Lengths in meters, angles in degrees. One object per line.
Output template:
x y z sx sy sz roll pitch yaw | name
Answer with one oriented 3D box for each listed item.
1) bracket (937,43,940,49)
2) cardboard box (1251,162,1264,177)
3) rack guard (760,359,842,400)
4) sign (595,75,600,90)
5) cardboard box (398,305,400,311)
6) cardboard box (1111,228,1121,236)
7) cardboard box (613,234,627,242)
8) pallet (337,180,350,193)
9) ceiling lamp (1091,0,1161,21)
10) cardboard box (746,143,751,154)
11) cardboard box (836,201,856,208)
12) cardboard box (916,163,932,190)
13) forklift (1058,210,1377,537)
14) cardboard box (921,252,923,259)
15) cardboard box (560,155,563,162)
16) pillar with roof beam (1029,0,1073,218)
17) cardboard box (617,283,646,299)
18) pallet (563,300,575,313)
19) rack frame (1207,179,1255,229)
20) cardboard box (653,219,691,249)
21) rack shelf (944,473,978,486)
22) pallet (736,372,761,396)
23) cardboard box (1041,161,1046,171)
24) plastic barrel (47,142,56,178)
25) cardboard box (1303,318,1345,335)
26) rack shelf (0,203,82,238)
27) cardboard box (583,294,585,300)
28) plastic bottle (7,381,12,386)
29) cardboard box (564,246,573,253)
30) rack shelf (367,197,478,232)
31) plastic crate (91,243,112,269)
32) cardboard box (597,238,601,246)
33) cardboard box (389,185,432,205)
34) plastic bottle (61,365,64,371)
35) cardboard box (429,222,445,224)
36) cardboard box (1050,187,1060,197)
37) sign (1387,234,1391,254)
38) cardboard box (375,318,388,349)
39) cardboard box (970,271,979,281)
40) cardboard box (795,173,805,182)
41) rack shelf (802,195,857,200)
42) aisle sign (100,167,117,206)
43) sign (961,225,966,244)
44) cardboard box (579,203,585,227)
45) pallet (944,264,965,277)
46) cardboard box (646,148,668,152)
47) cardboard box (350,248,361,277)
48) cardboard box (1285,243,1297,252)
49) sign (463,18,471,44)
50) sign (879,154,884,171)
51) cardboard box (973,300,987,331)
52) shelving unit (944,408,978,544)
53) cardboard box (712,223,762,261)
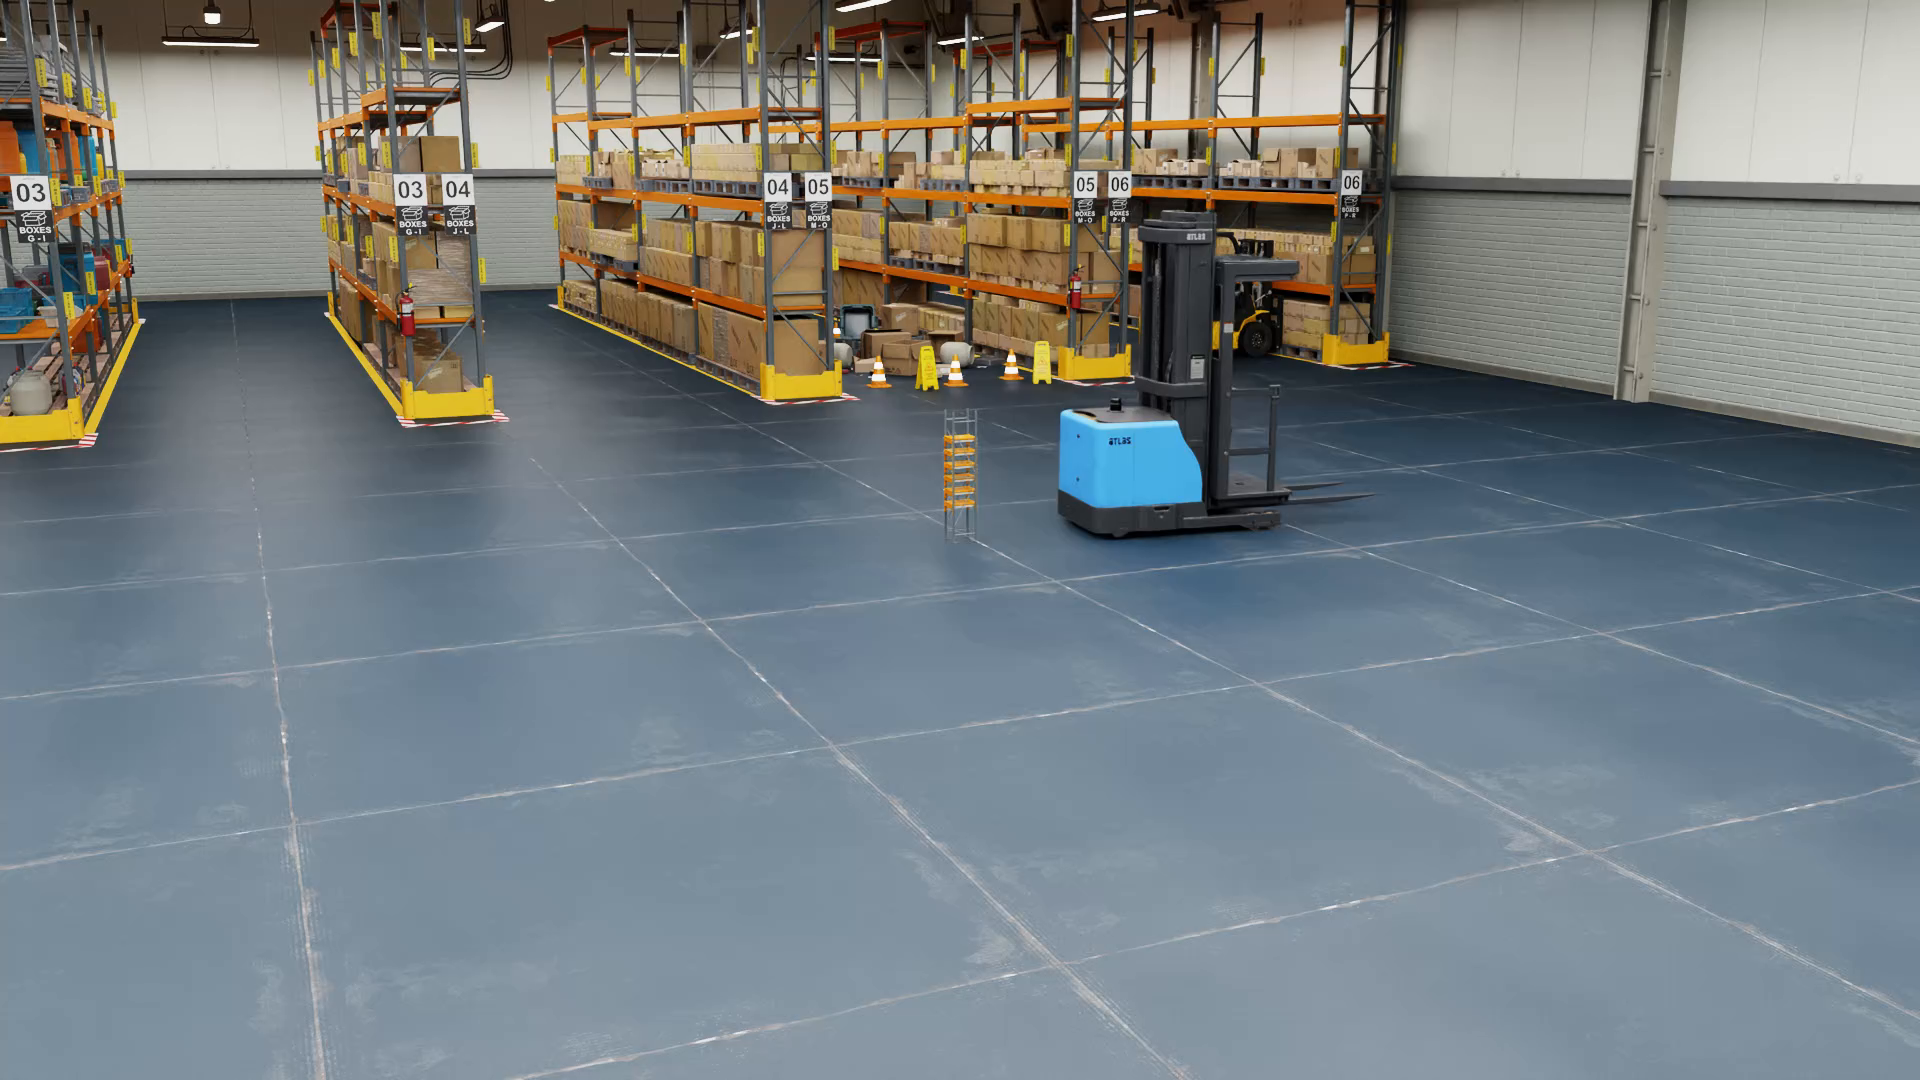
-0.438 -13.161 44.176 0.235 0.232 0.430 -6 14 -23 | bracket
5.431 -6.629 29.731 0.396 0.266 0.258 -6 14 -24 | cardboard box
-2.315 -2.347 24.283 1.175 0.500 0.348 -6 14 -23 | rack guard
-8.218 -10.377 37.704 0.100 0.325 0.005 -6 14 -23 | sign
-7.729 -3.318 23.489 0.380 0.149 0.250 -6 14 -23 | cardboard box
3.370 -6.412 34.643 0.380 0.149 0.250 -5 14 -21 | cardboard box
-6.460 -5.816 32.032 0.380 0.149 0.250 -5 14 -21 | cardboard box
-10.421 -6.293 29.556 1.213 0.211 1.003 -5 14 -20 | pallet
3.156 -10.853 29.240 0.800 3.185 2.000 -6 14 -23 | ceiling lamp
-2.870 -5.641 23.956 0.380 0.149 0.250 -6 14 -23 | cardboard box
-2.526 -7.458 36.943 0.380 0.149 0.250 -6 14 -24 | cardboard box
-0.398 -6.890 31.486 0.797 0.503 0.637 -6 14 -23 | cardboard box
2.517 -1.624 15.769 3.031 2.935 1.130 -4 14 -17 | forklift
-0.517 -5.411 31.602 0.380 0.149 0.250 -5 14 -21 | cardboard box
-8.686 -8.497 37.000 0.380 0.149 0.250 -6 14 -23 | cardboard box
-1.488 -9.726 37.314 9.100 9.000 0.548 -6 14 -23 | pillar with roof beam
-6.445 -4.902 32.729 0.500 0.250 0.500 -5 14 -22 | cardboard box
-8.411 -5.330 37.813 1.003 0.211 1.213 -6 14 -23 | pallet
5.114 -5.314 31.556 1.000 3.000 0.127 -6 14 -23 | rack frame
-5.155 -5.561 30.185 0.700 0.500 0.500 -6 14 -24 | cardboard box
0.006 -0.538 15.112 0.258 0.103 0.180 -6 14 -23 | rack shelf
-2.717 -2.370 25.020 1.003 0.211 1.213 -6 14 -23 | pallet
1.522 -5.974 26.544 0.380 0.149 0.250 -6 14 -23 | cardboard box
-14.261 -5.695 25.597 0.600 0.830 0.708 -6 14 -23 | plastic barrel
6.235 -3.668 28.504 0.500 0.250 0.500 -6 14 -24 | cardboard box
-12.250 -4.220 21.773 1.077 0.370 4.000 -6 14 -23 | rack shelf
-8.012 -5.324 36.331 0.380 0.149 0.250 -6 14 -26 | cardboard box
-12.662 -1.977 22.206 0.152 0.276 0.135 -6 14 -23 | plastic bottle
-8.706 -6.548 37.445 0.380 0.149 0.250 -6 14 -25 | cardboard box
-7.711 -4.667 23.706 1.077 0.370 4.000 -6 14 -23 | rack shelf
-16.383 -5.442 31.837 0.402 0.464 0.583 -6 14 -23 | plastic crate
-7.082 -5.993 33.458 0.380 0.149 0.250 -6 14 -25 | cardboard box
-7.336 -4.608 22.187 0.500 0.250 0.500 -5 14 -22 | cardboard box
-12.661 -2.326 23.545 0.144 0.351 0.185 -6 14 -23 | plastic bottle
-7.879 -4.479 24.850 0.500 0.500 0.500 -6 14 -23 | cardboard box
1.641 -5.474 26.154 0.380 0.149 0.250 -6 14 -23 | cardboard box
7.227 -4.996 28.090 0.100 0.325 0.005 -6 14 -23 | sign
-9.594 -3.542 28.470 0.700 0.500 0.500 -7 15 -28 | cardboard box
0.400 -4.648 29.237 0.380 0.149 0.250 -6 14 -23 | cardboard box
-2.169 -5.262 24.085 0.380 0.149 0.250 -6 14 -23 | cardboard box
-3.438 -8.041 38.285 1.077 0.370 4.000 -6 14 -23 | rack shelf
-17.618 -7.309 34.413 0.394 0.787 0.004 -6 14 -23 | aisle sign
0.061 -5.378 29.265 0.100 0.325 0.005 -6 14 -23 | sign
-7.780 -6.909 35.351 0.500 0.500 0.500 -6 14 -25 | cardboard box
0.395 -4.942 30.376 1.003 0.211 1.213 -6 14 -23 | pallet
-5.784 -7.370 31.870 0.396 0.266 0.258 -6 14 -23 | cardboard box
-10.734 -5.028 30.099 0.500 0.500 0.500 -6 14 -23 | cardboard box
5.904 -5.111 29.019 0.380 0.149 0.250 -6 14 -25 | cardboard box
-6.413 -6.608 21.598 0.100 0.325 0.005 -6 14 -23 | sign
-1.546 -7.394 32.571 0.100 0.325 0.005 -6 14 -23 | sign
0.557 -3.949 29.162 0.500 0.500 0.500 -5 14 -20 | cardboard box
0.006 -0.582 15.102 0.258 1.200 0.189 -6 14 -23 | shelving unit
-3.394 -4.689 26.131 0.875 0.550 0.550 -6 14 -23 | cardboard box
